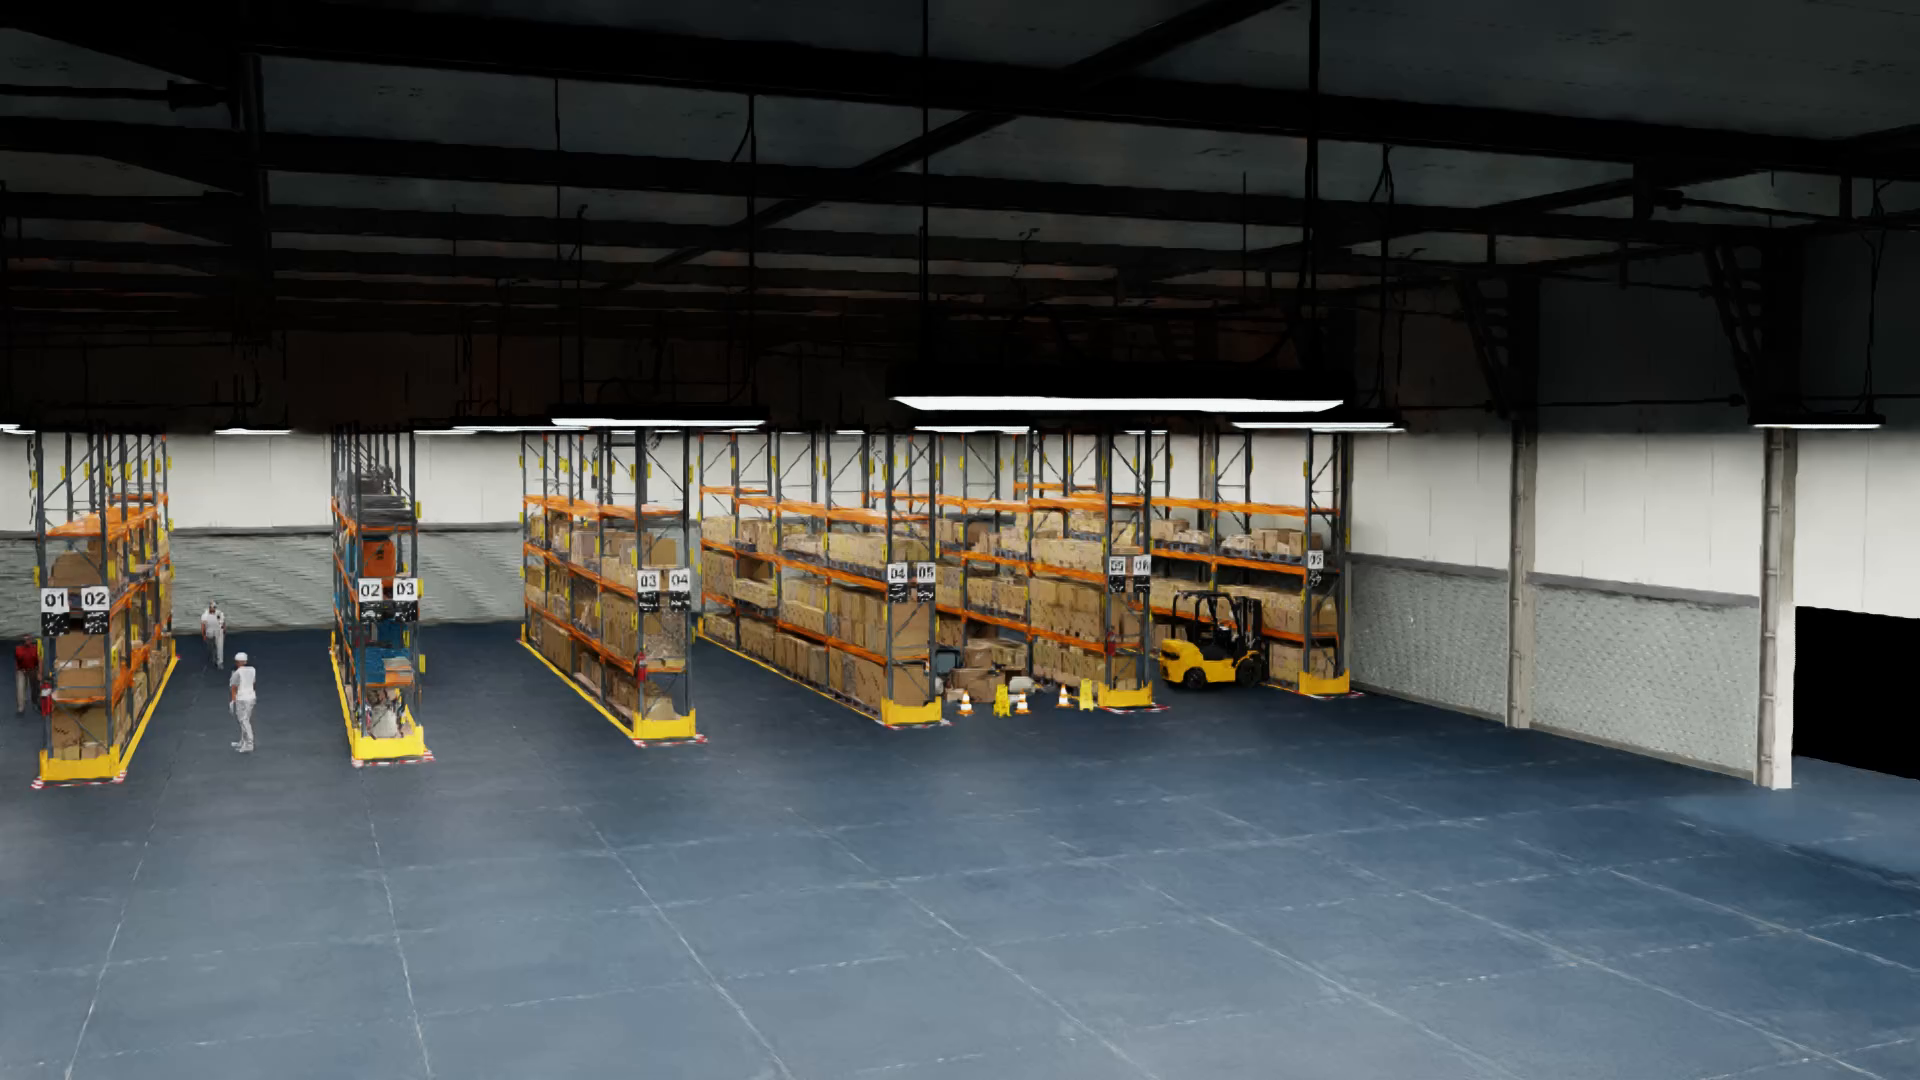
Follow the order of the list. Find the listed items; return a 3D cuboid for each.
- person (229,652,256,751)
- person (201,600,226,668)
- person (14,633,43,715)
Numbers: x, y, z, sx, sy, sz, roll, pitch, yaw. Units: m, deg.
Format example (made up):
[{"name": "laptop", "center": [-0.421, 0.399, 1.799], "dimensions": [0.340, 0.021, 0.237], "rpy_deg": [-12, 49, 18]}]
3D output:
[{"name": "person", "center": [-13.090, 2.921, 30.296], "dimensions": [0.583, 1.782, 0.665], "rpy_deg": [0, 4, 8]}, {"name": "person", "center": [-18.404, 2.308, 40.979], "dimensions": [0.542, 1.675, 1.126], "rpy_deg": [-1, 4, -20]}, {"name": "person", "center": [-19.208, 2.738, 34.312], "dimensions": [0.540, 1.646, 1.130], "rpy_deg": [-2, 4, -24]}]
